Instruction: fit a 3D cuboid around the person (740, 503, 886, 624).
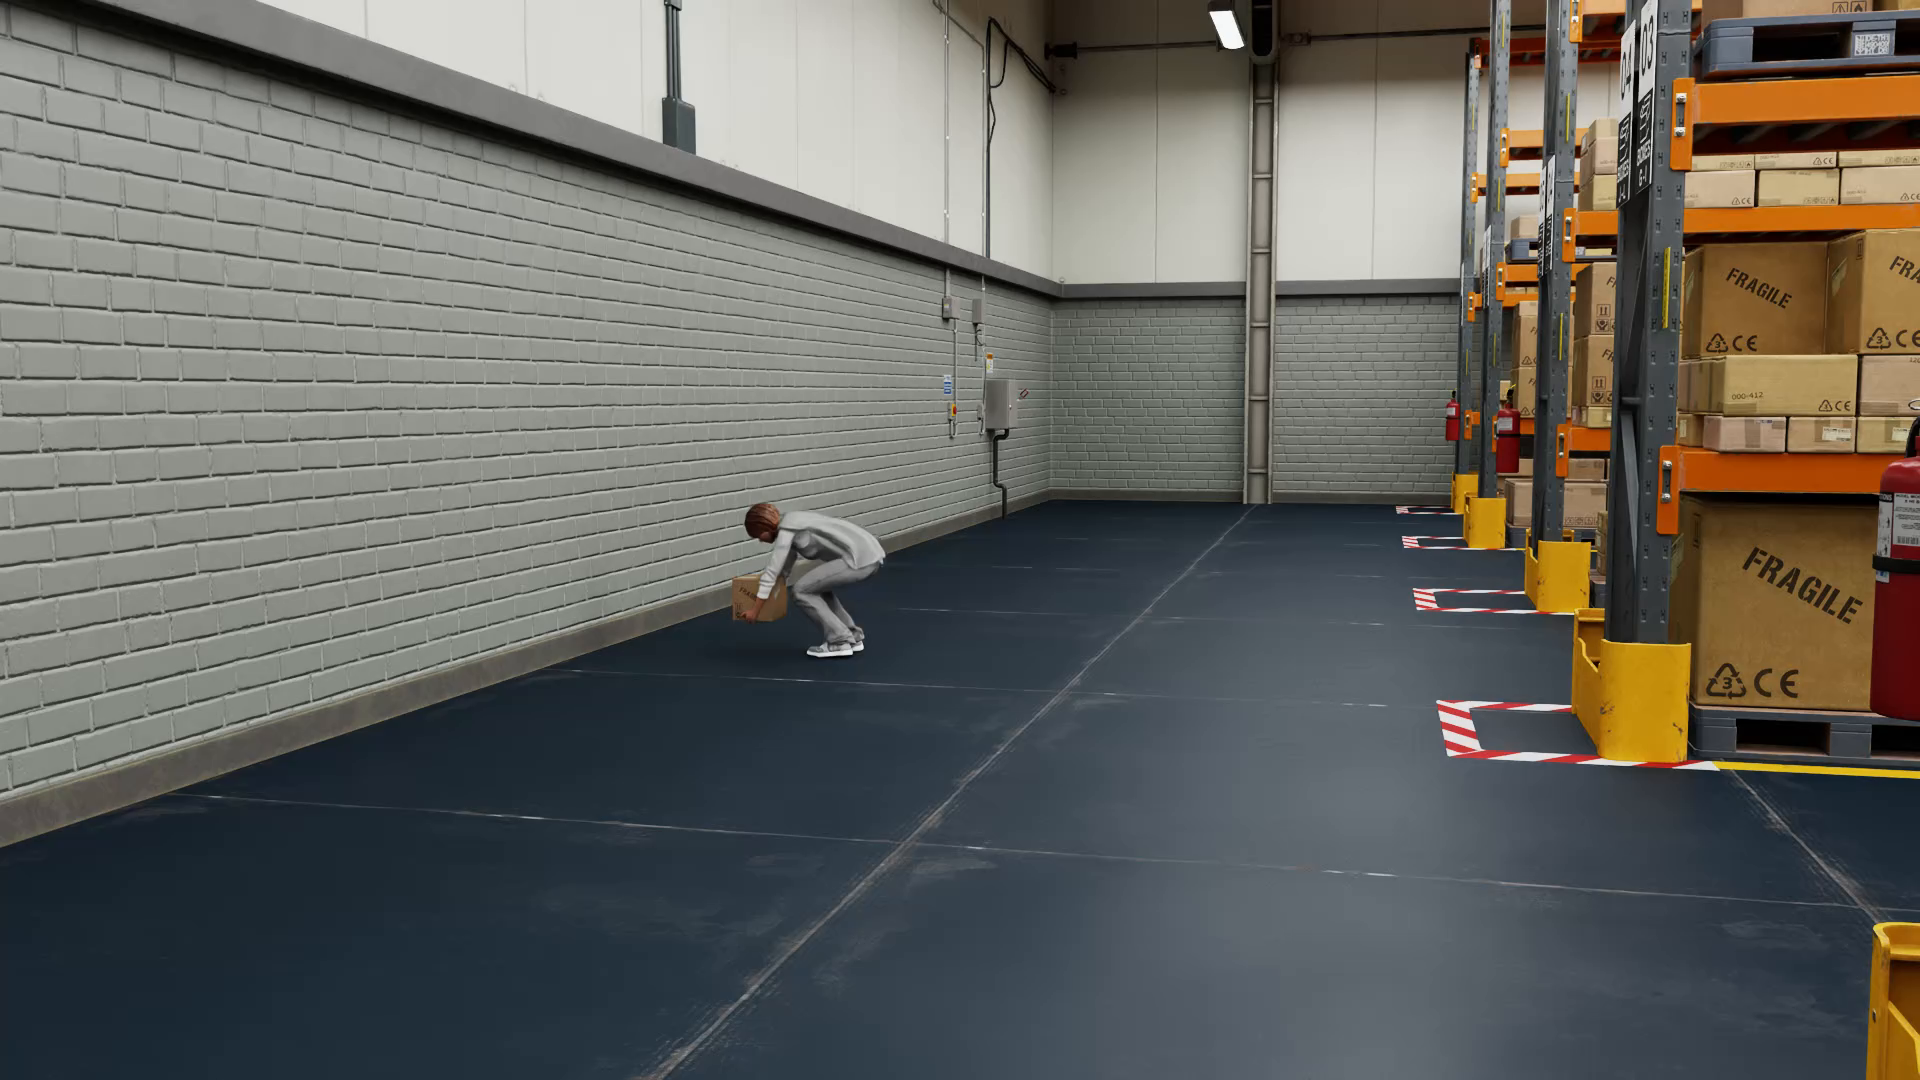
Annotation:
[{"bbox_3d":[-0.868,0.143,9.842,0.851,0.703,0.388,1,5,12],"label":"person"}]
